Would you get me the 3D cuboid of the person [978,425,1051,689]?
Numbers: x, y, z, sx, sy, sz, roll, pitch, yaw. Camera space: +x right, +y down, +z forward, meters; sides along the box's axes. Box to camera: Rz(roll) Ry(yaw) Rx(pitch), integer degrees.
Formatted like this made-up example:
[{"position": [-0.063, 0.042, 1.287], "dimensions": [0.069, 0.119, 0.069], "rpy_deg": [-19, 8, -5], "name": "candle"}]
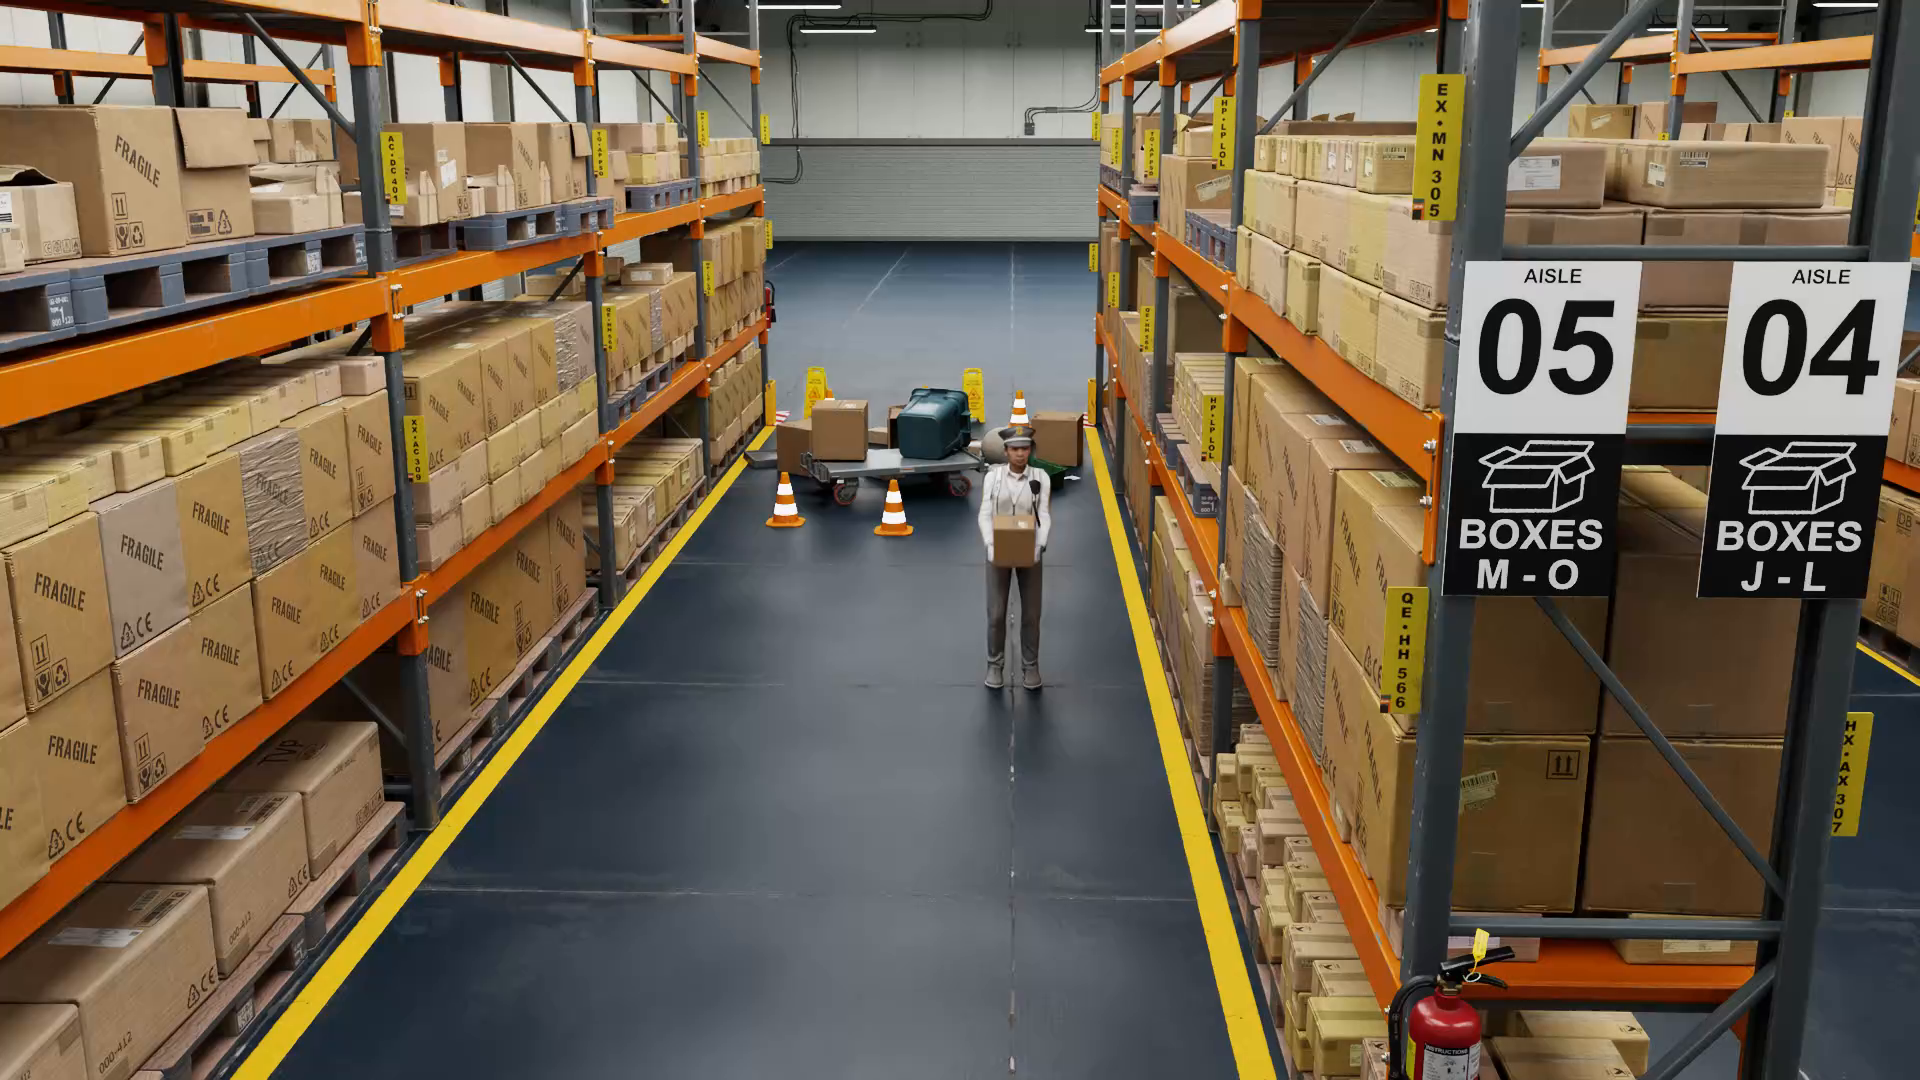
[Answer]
[{"position": [0.342, 0.117, 10.489], "dimensions": [0.459, 1.688, 0.543], "rpy_deg": [1, 14, 2], "name": "person"}]
